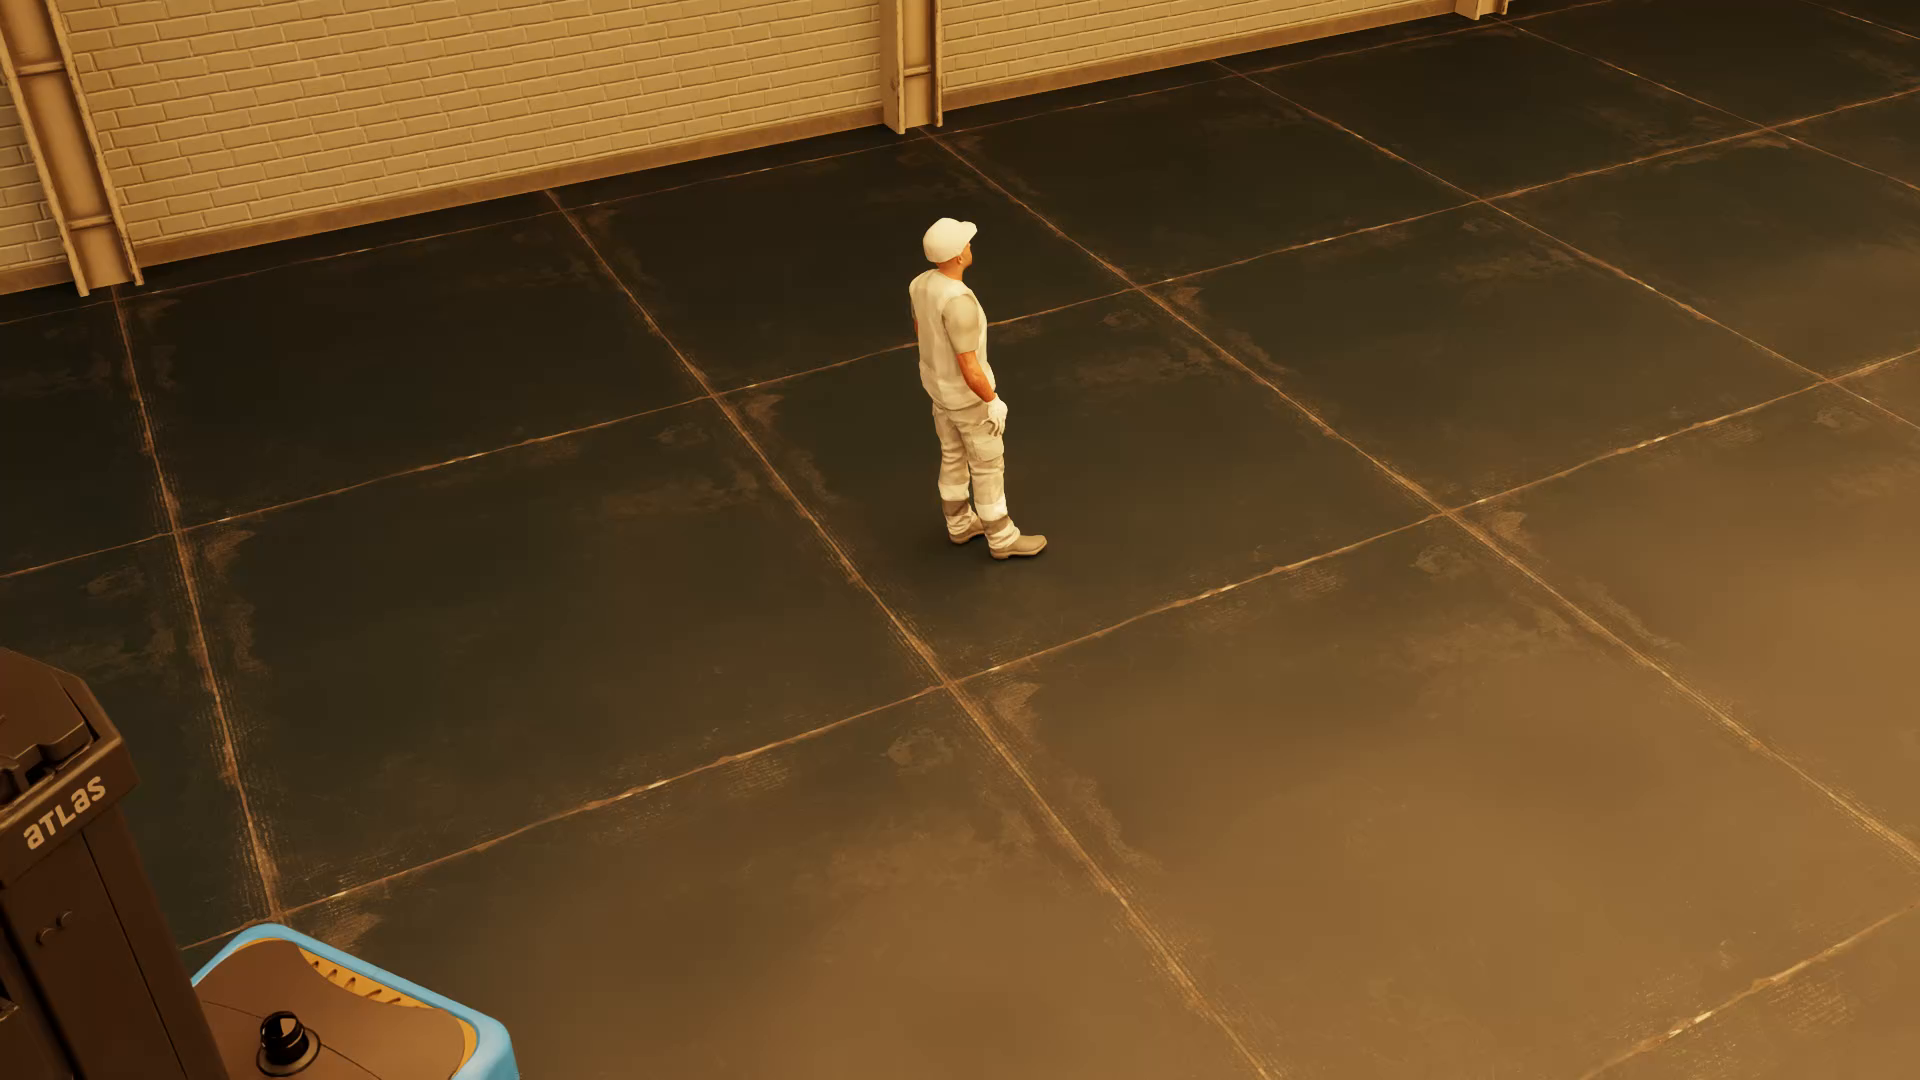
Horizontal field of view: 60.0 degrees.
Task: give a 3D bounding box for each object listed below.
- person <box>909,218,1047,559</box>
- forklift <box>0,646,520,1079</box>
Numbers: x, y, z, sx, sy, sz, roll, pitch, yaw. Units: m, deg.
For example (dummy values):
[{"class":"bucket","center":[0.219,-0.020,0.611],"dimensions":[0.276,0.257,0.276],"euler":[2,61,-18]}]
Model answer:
[{"class":"person","center":[0.076,-0.752,8.163],"dimensions":[0.564,1.787,0.637],"euler":[-17,39,-23]},{"class":"forklift","center":[-2.385,1.733,3.671],"dimensions":[1.130,2.935,3.031],"euler":[16,38,21]}]
